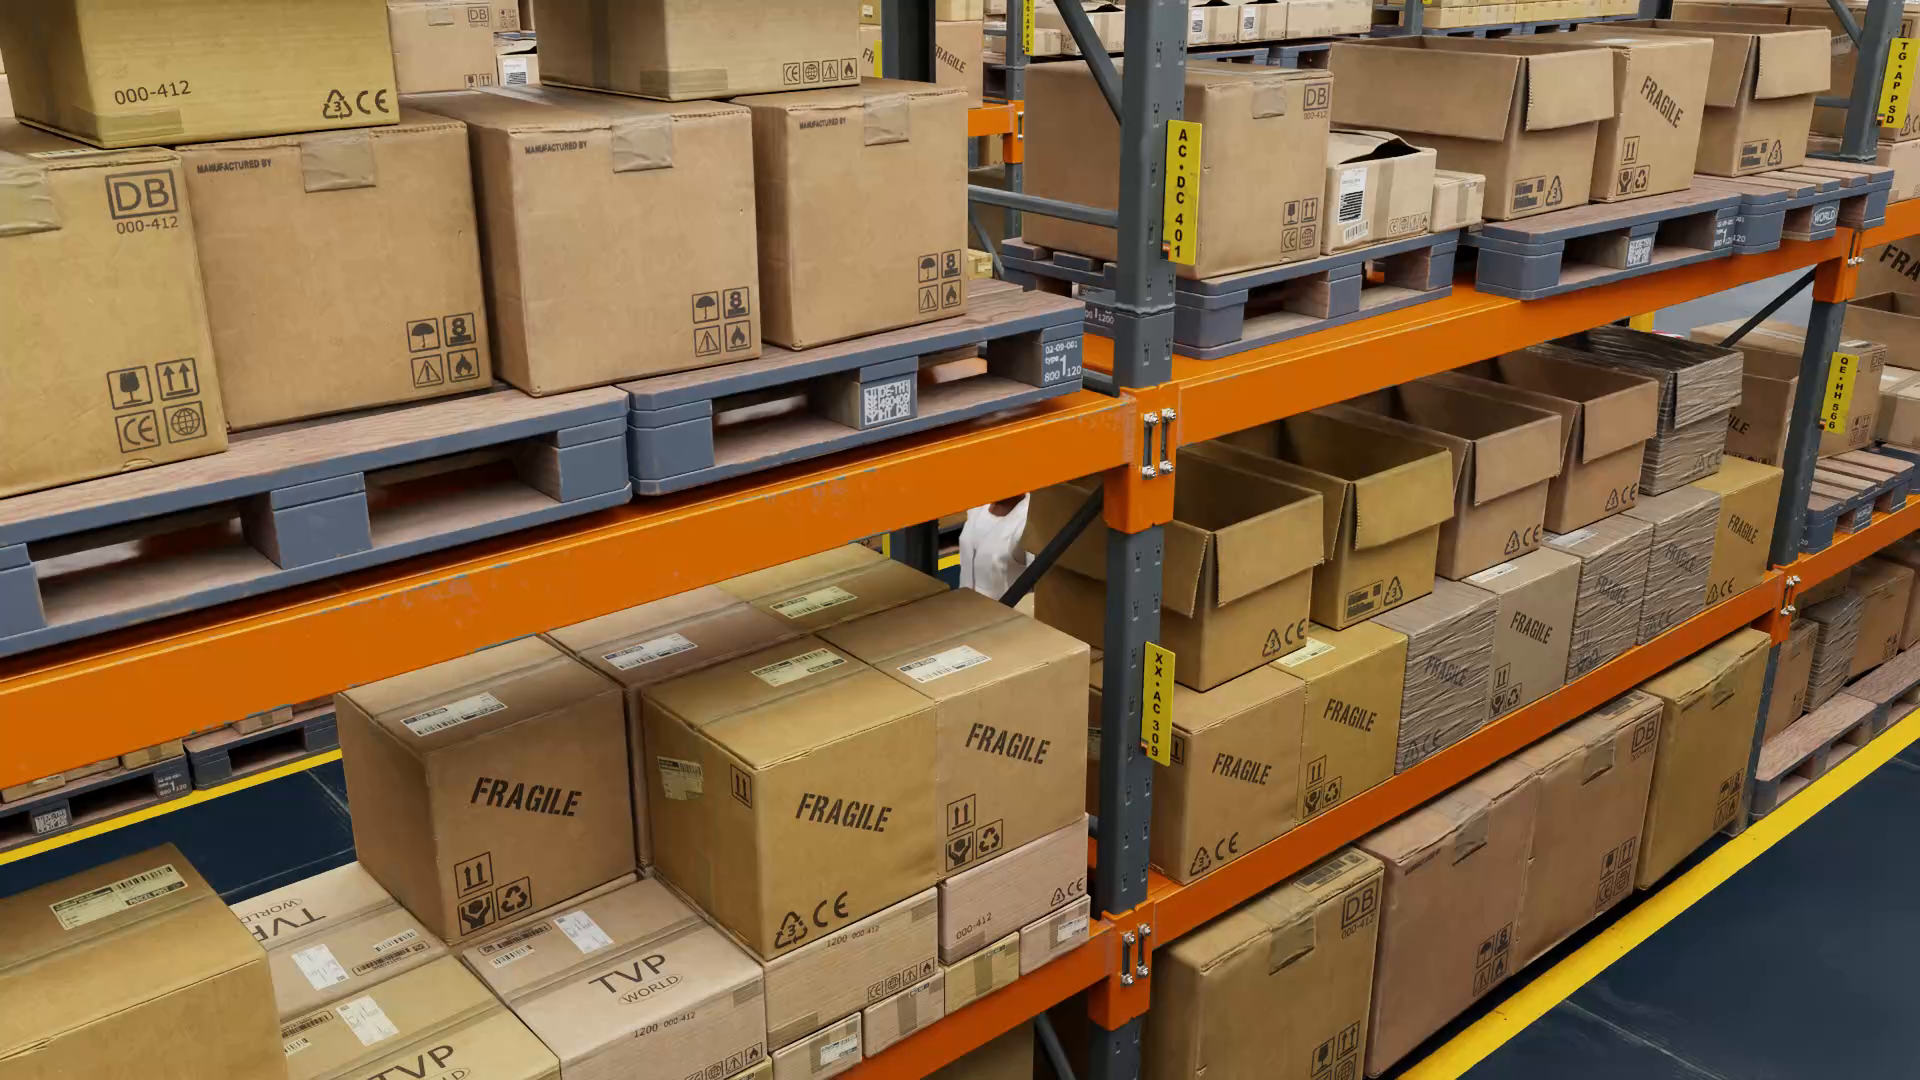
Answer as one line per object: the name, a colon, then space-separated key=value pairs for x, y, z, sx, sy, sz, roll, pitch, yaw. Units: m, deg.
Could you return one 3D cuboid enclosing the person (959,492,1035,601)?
person: x=0.196 y=0.366 z=7.589 sx=0.359 sy=1.763 sz=0.565 roll=-16 pitch=26 yaw=-36
